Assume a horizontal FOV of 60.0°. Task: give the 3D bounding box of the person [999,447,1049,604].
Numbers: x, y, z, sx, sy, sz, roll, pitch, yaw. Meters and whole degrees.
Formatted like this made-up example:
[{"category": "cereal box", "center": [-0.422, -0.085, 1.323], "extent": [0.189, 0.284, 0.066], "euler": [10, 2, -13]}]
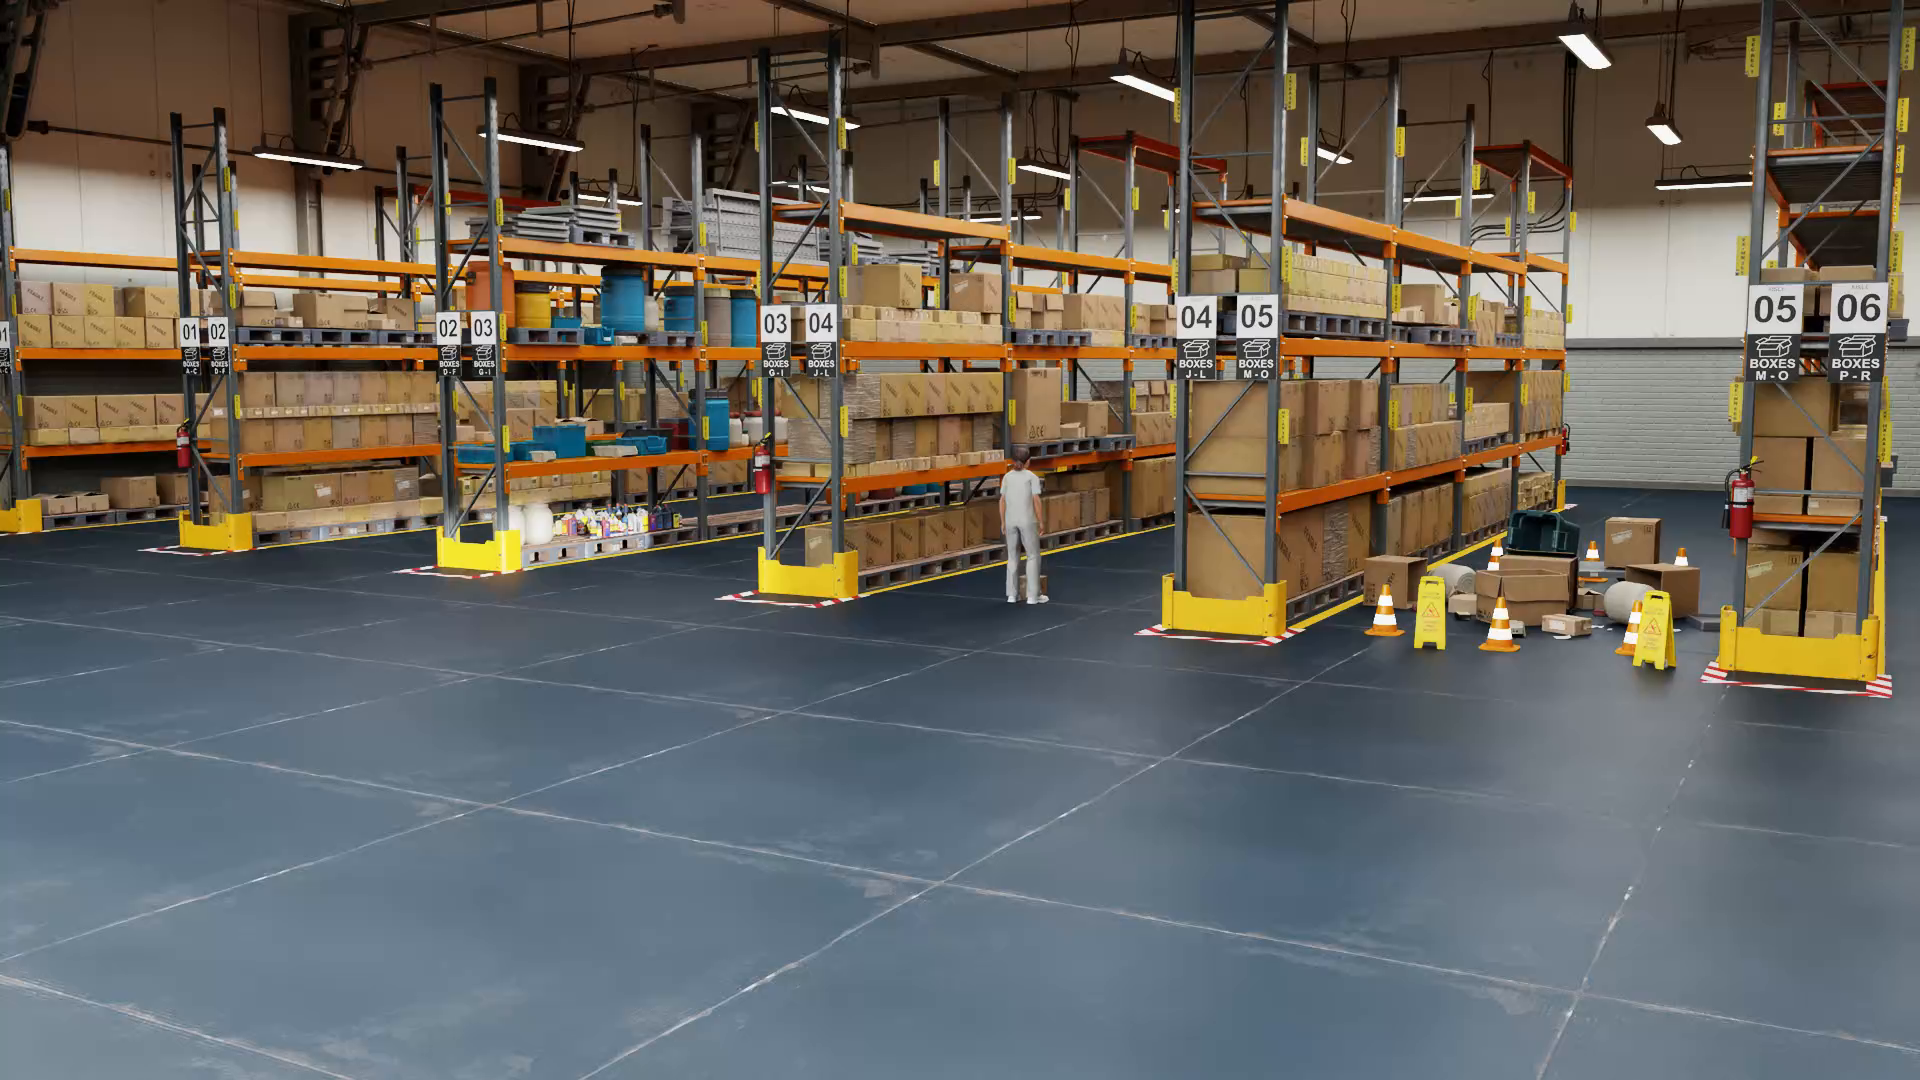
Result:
[{"category": "person", "center": [0.672, -0.160, 17.861], "extent": [0.513, 1.671, 0.361], "euler": [3, 7, 25]}]
